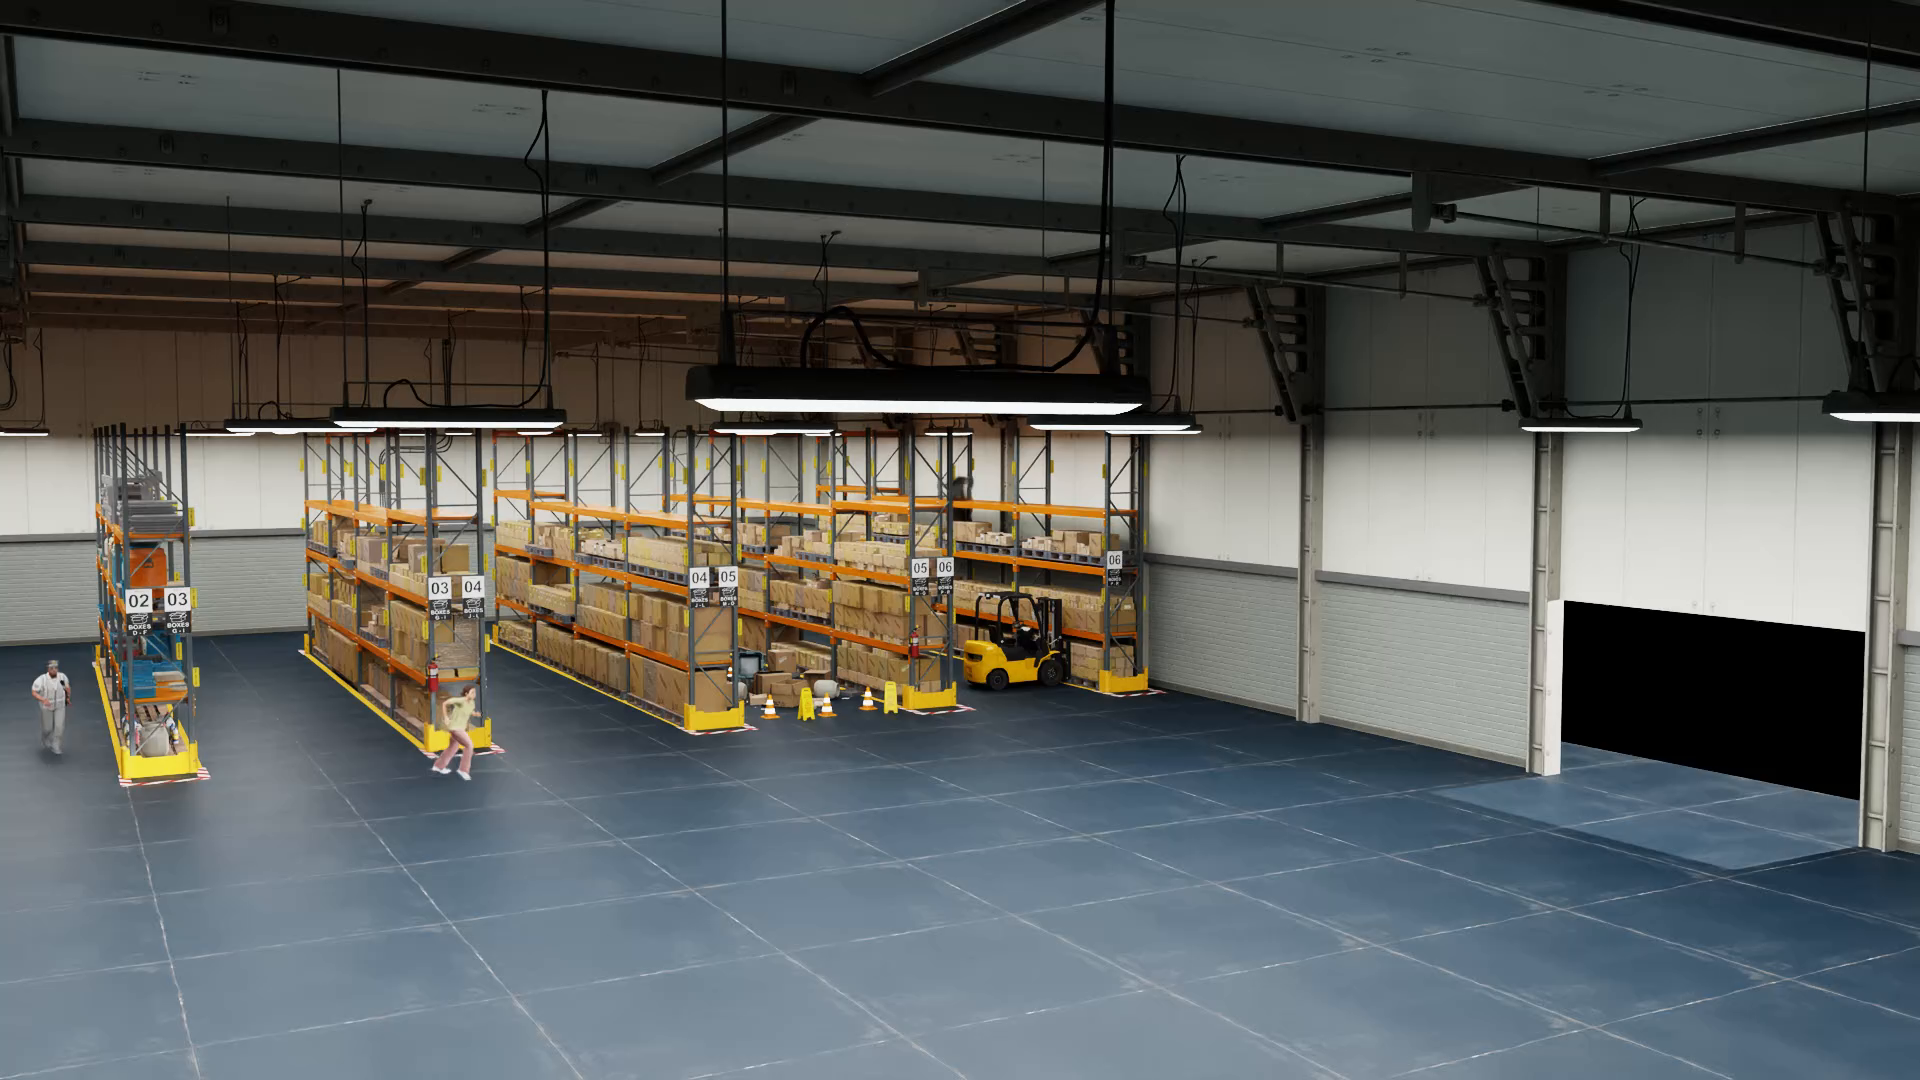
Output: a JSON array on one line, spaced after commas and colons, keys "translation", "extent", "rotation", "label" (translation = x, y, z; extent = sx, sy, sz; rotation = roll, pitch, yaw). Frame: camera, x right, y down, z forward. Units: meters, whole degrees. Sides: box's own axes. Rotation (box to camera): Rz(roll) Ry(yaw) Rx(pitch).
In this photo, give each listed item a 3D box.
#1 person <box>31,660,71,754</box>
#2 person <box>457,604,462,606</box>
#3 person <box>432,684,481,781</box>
[{"translation": [-16.627, 3.031, 30.429], "extent": [0.659, 1.726, 0.775], "rotation": [-3, 4, -39], "label": "person"}, {"translation": [-14.034, 2.038, 46.201], "extent": [0.761, 1.751, 1.010], "rotation": [0, 3, -6], "label": "person"}, {"translation": [-8.497, 3.243, 28.019], "extent": [0.899, 1.650, 0.610], "rotation": [1, 4, 14], "label": "person"}]
